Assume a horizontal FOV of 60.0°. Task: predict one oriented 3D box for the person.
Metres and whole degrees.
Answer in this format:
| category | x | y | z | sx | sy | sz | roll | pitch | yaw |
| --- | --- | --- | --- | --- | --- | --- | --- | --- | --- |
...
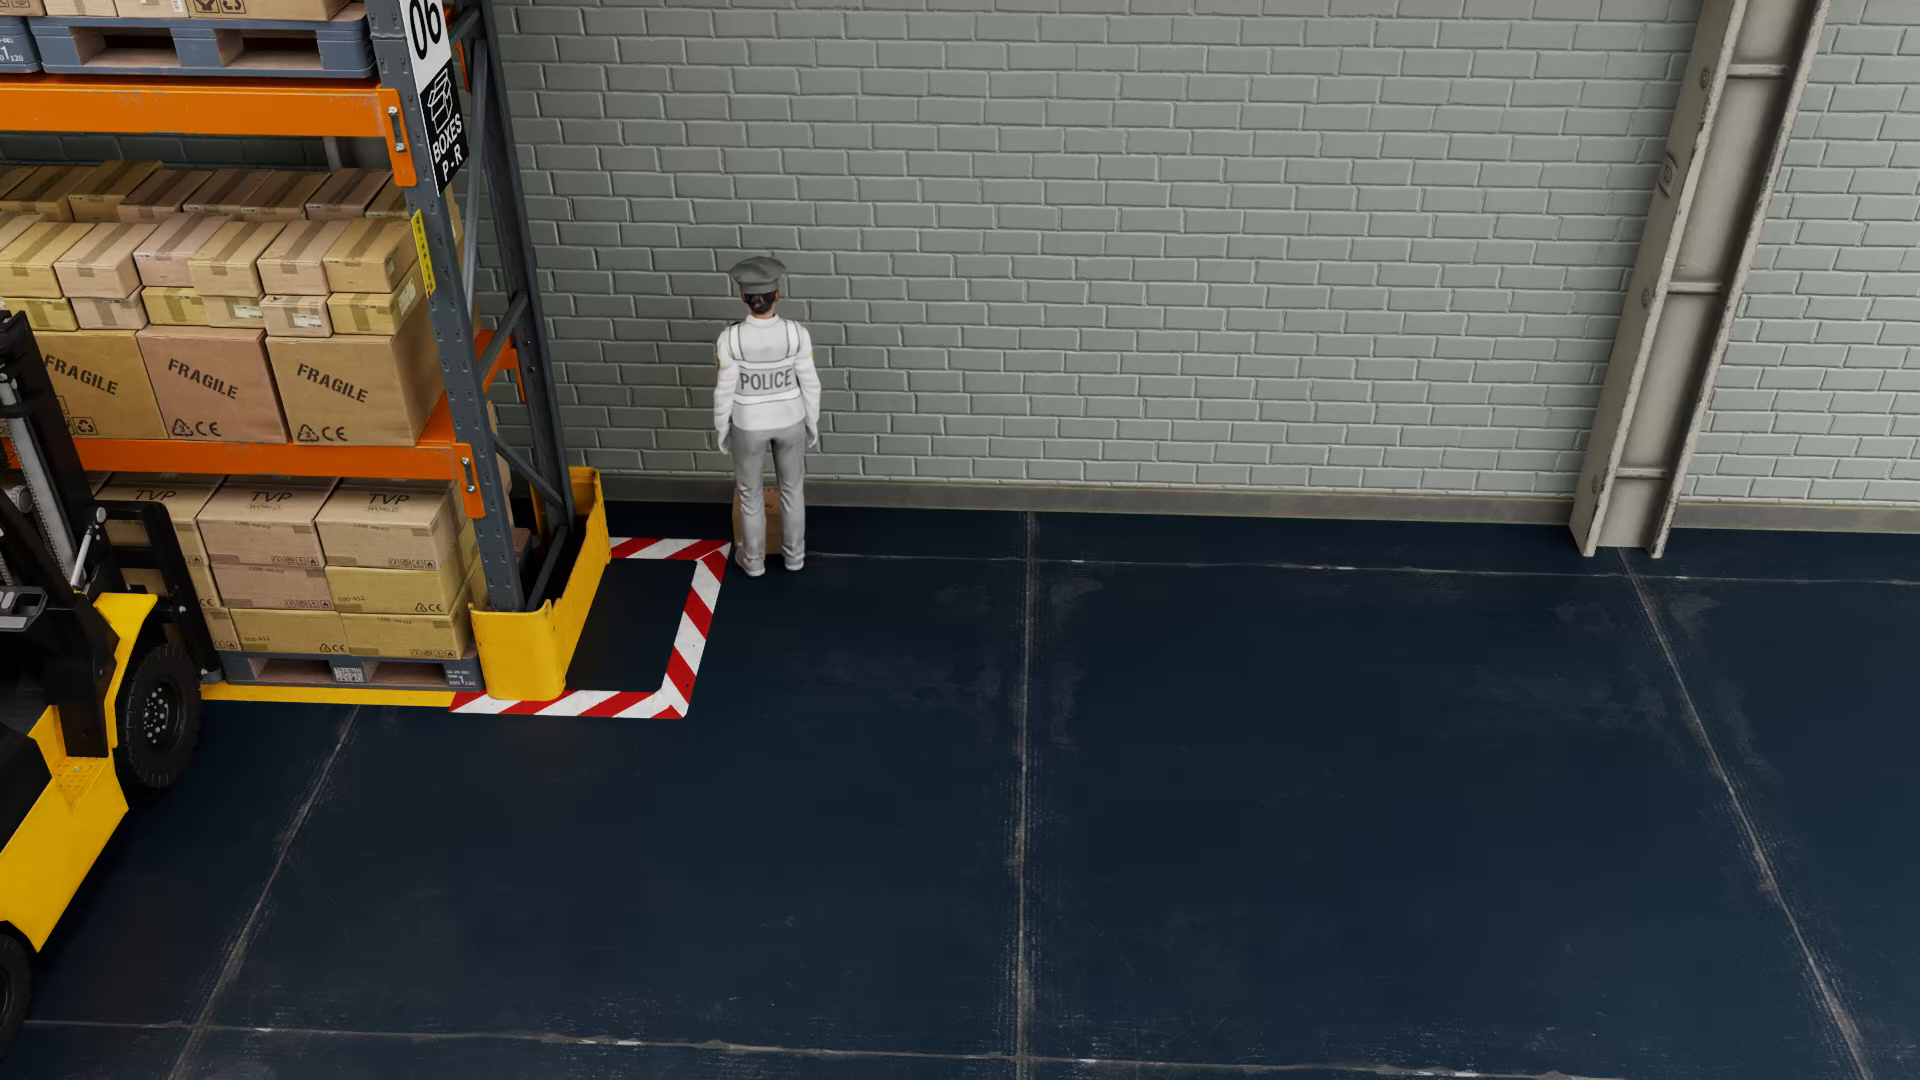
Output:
| category | x | y | z | sx | sy | sz | roll | pitch | yaw |
| --- | --- | --- | --- | --- | --- | --- | --- | --- | --- |
| person | -0.909 | -0.549 | 7.843 | 0.501 | 1.681 | 0.372 | -8 | 37 | -11 |
